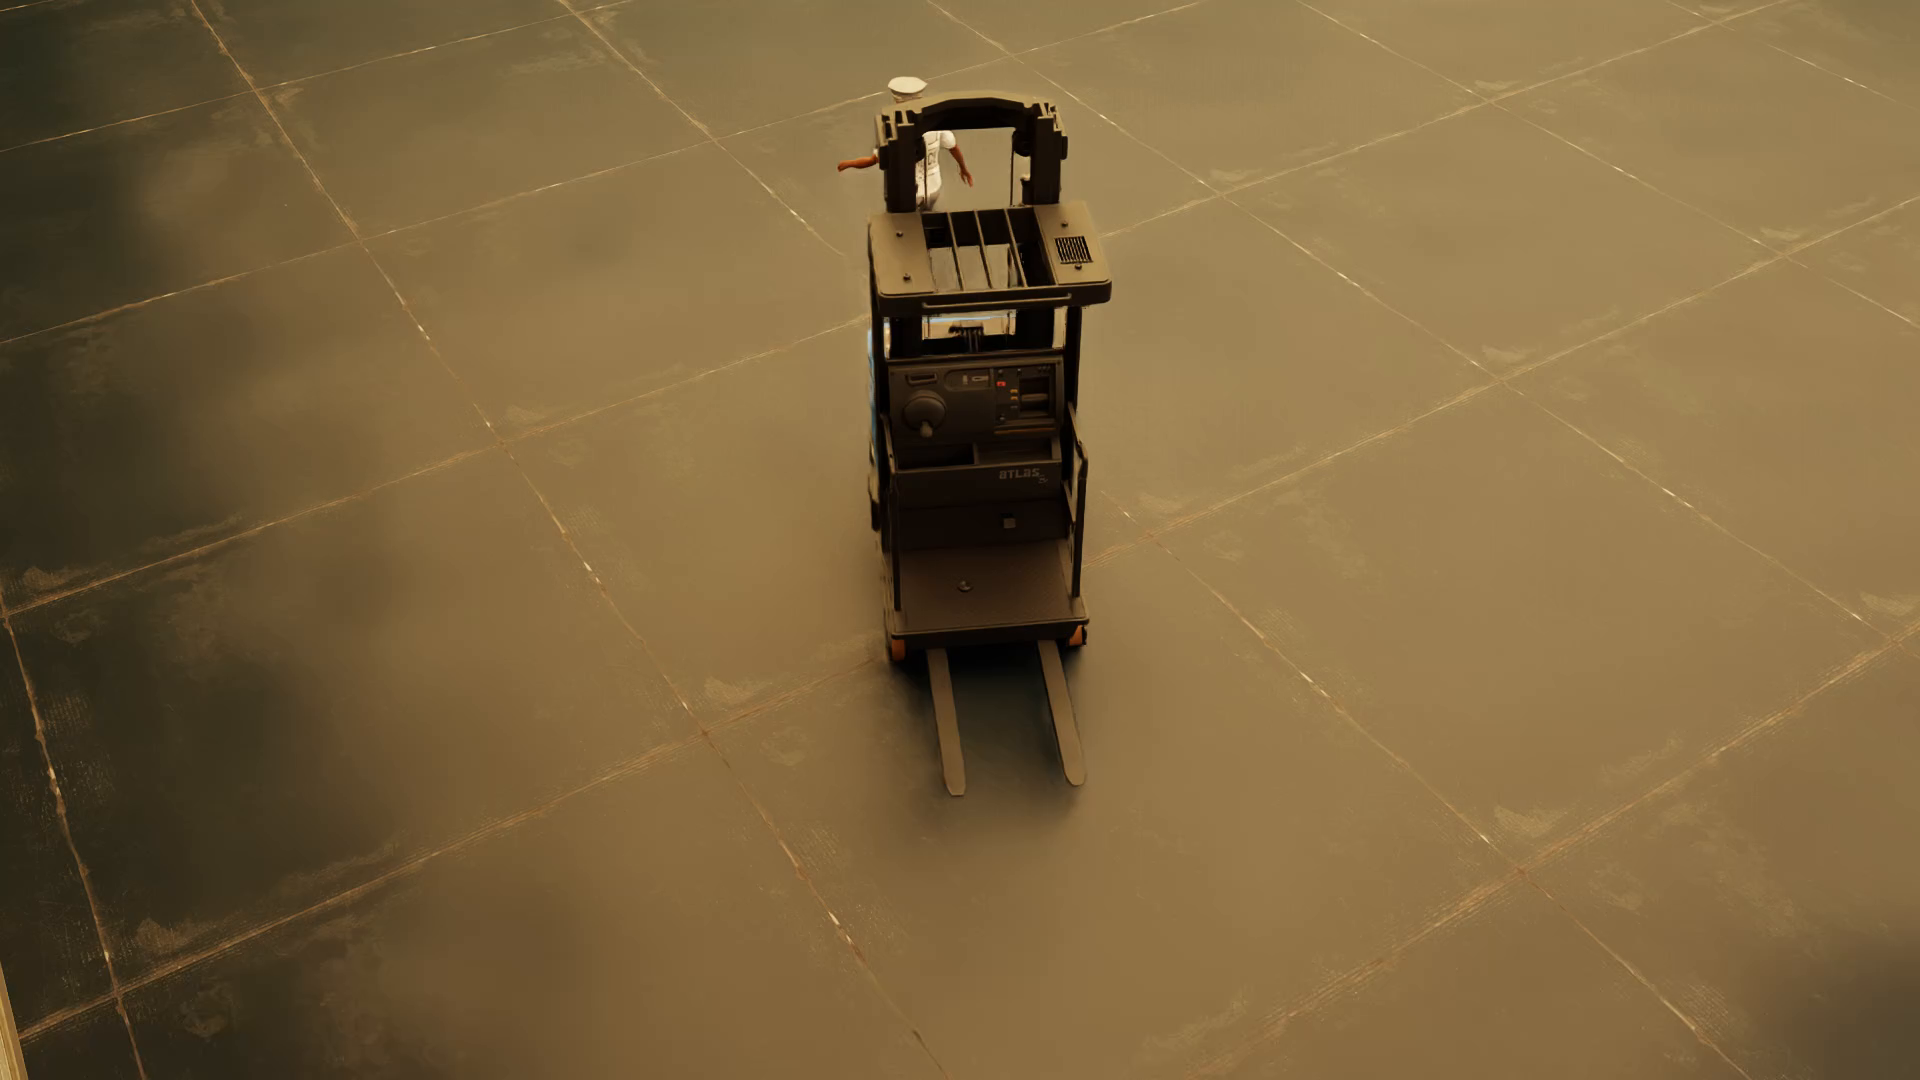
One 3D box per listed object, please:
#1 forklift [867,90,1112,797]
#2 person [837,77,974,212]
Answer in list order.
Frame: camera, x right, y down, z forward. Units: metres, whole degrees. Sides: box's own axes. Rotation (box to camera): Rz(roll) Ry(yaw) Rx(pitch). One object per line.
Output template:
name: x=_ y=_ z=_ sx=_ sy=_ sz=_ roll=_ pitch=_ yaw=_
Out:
forklift: x=0.115 y=-0.671 z=8.639 sx=1.130 sy=2.935 sz=3.031 roll=-4 pitch=41 yaw=-5
person: x=-0.351 y=-2.494 z=11.750 sx=0.915 sy=1.681 sz=0.614 roll=-21 pitch=46 yaw=-23
